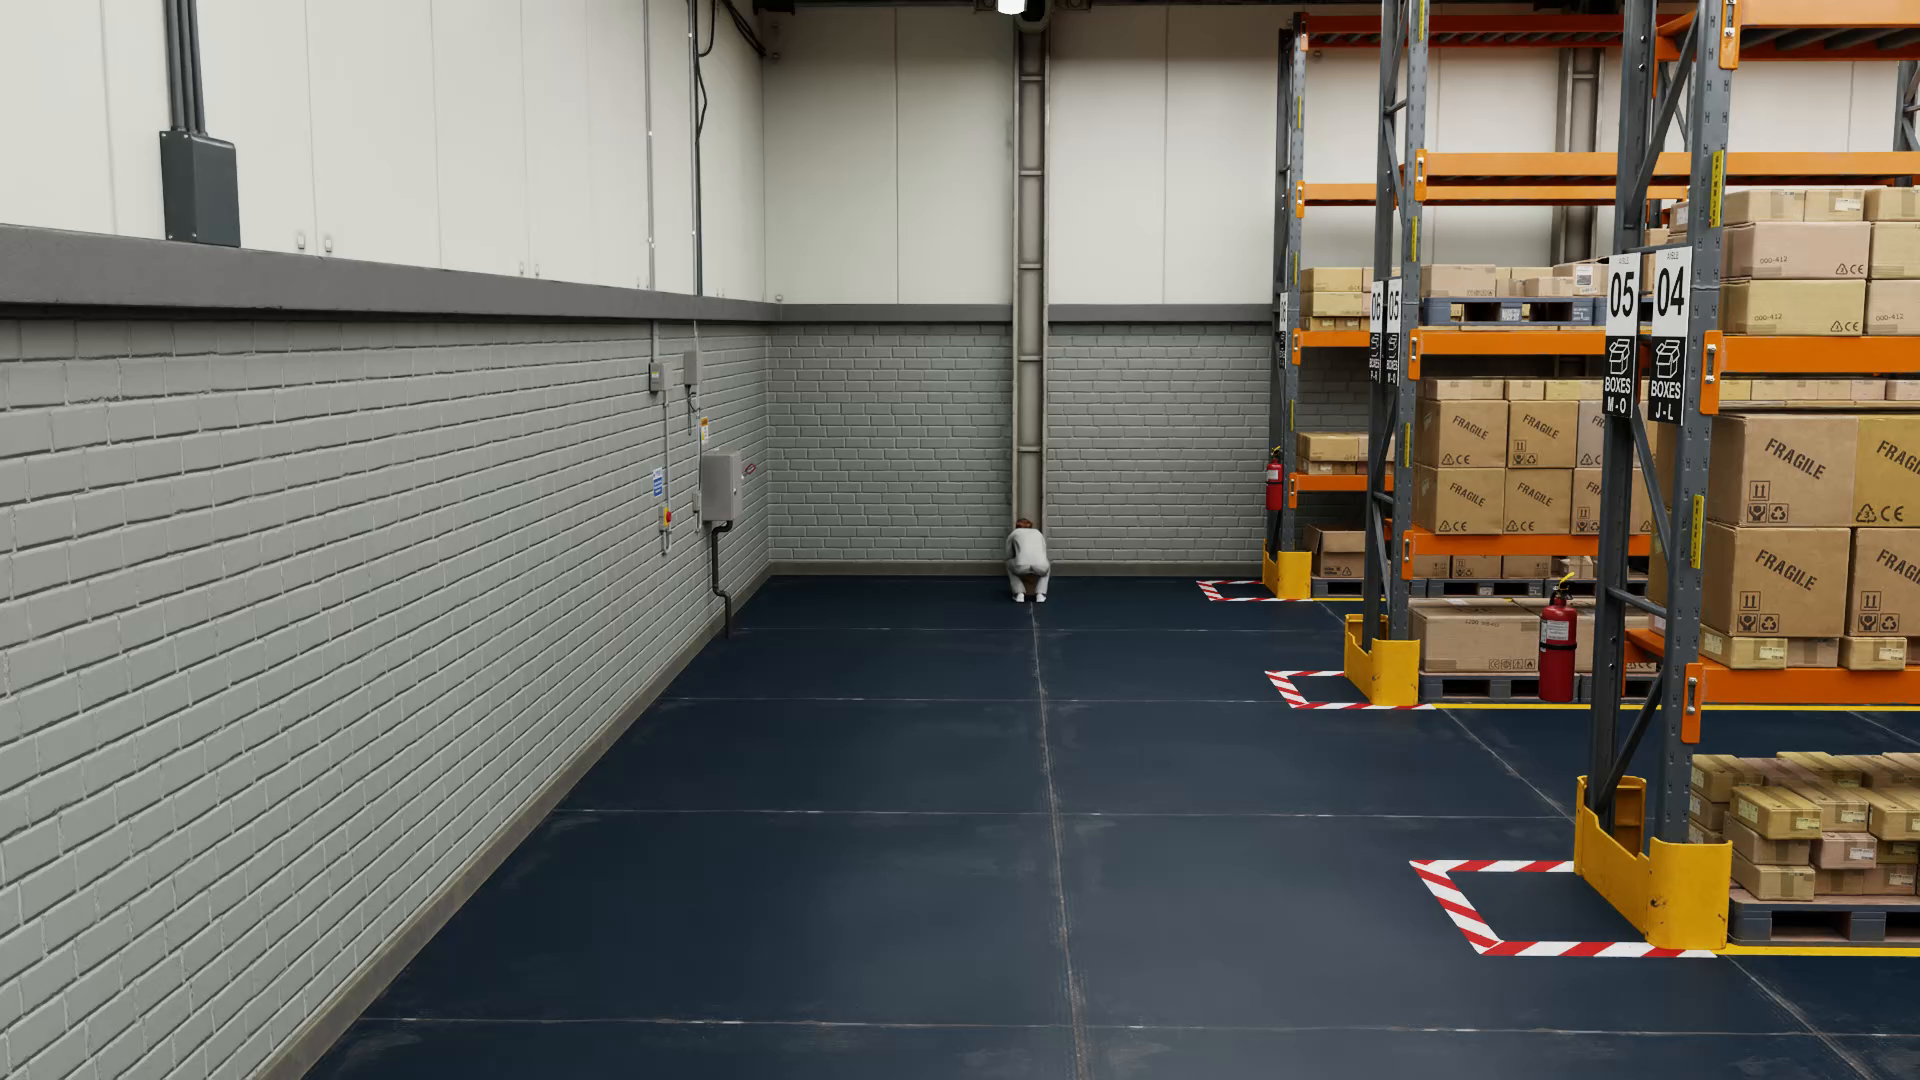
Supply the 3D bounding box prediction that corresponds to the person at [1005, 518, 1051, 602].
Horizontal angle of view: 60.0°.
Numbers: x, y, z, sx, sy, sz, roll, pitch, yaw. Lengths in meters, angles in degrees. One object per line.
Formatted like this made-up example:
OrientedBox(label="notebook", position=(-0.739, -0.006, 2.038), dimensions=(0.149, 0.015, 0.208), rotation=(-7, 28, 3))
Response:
OrientedBox(label="person", position=(0.719, 0.212, 17.498), dimensions=(0.483, 0.823, 0.801), rotation=(0, 7, 1))
